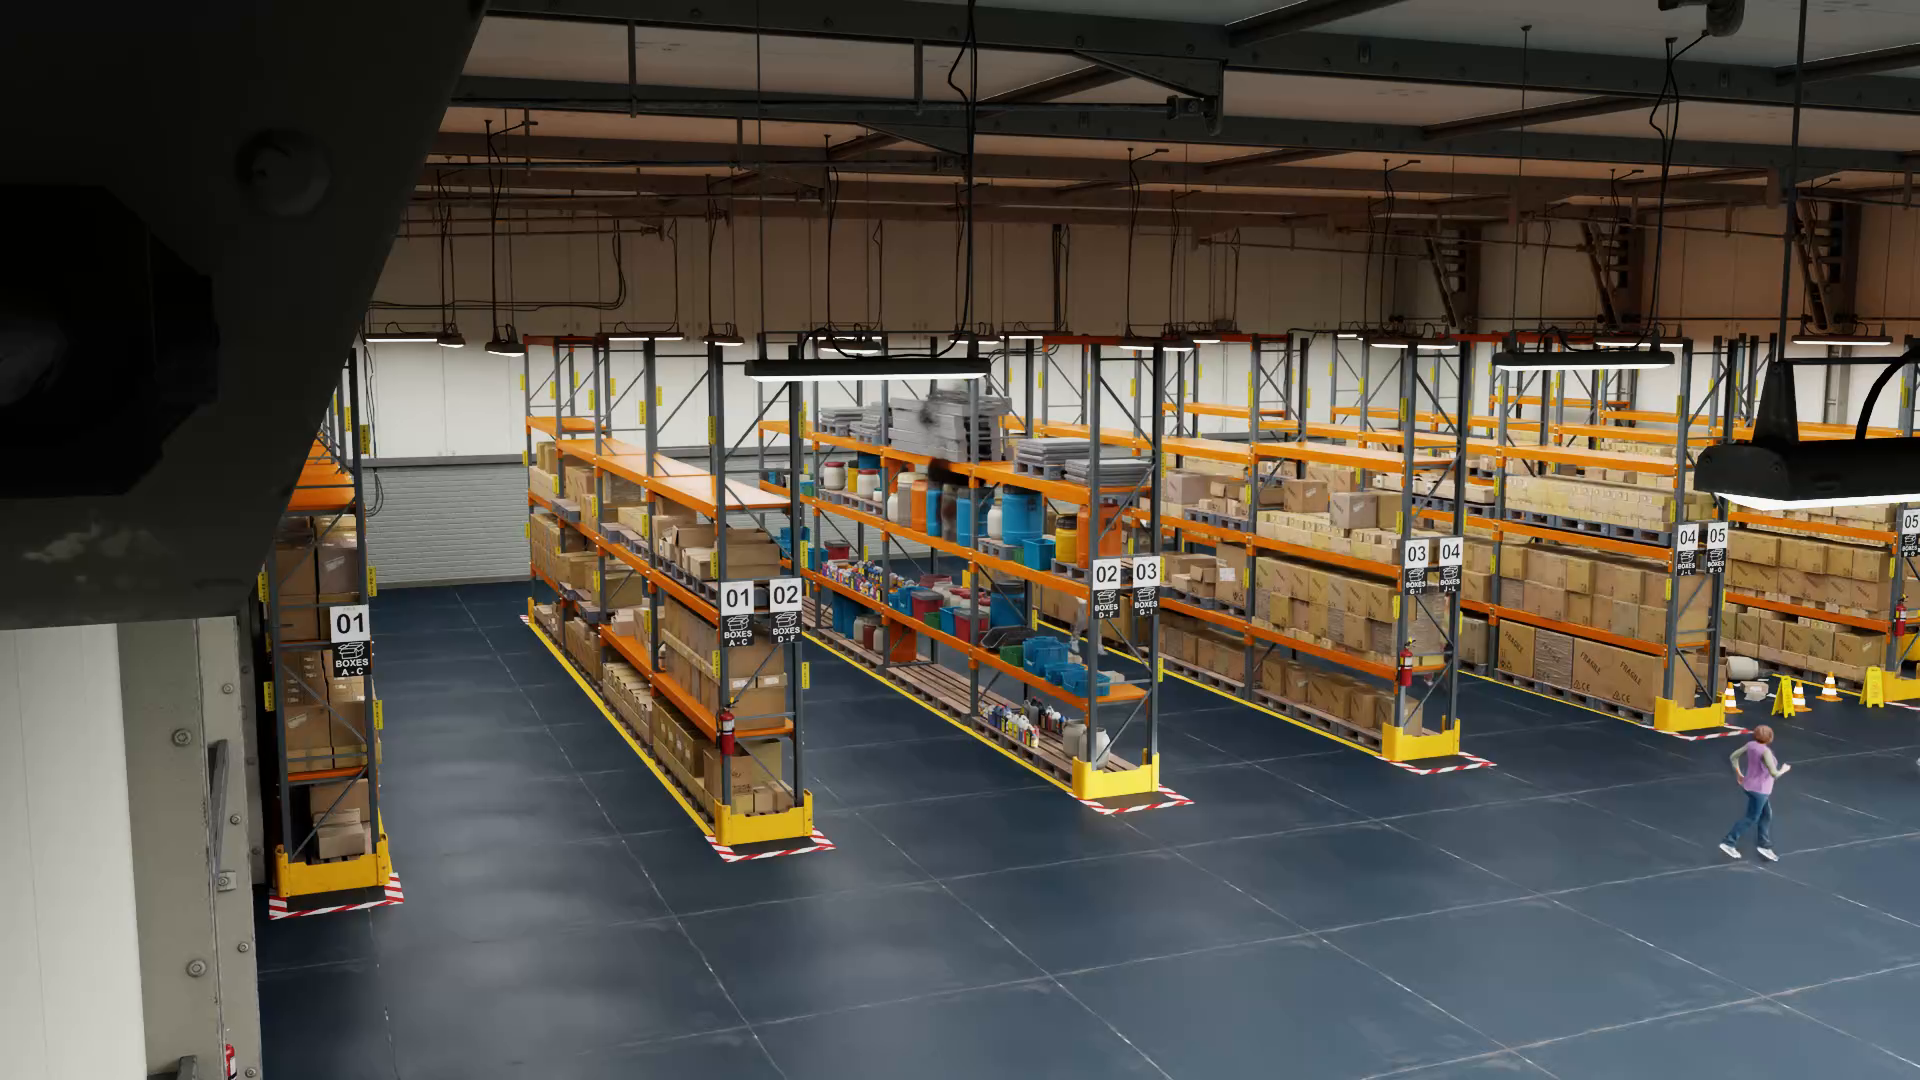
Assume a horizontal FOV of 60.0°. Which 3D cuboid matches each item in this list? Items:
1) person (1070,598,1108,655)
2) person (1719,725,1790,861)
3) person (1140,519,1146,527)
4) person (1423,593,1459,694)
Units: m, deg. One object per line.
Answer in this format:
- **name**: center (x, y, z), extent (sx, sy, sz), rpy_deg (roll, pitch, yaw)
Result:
- **person**: center (2.343, 1.175, 30.025), extent (0.695, 1.819, 0.907), rpy_deg (-5, 9, -31)
- **person**: center (9.275, 2.962, 19.396), extent (0.770, 1.649, 0.530), rpy_deg (0, 8, 2)
- **person**: center (4.340, -0.001, 41.561), extent (0.738, 1.665, 0.715), rpy_deg (-2, 8, -13)
- **person**: center (8.219, 1.759, 28.314), extent (0.594, 1.743, 0.729), rpy_deg (-4, 9, -27)
